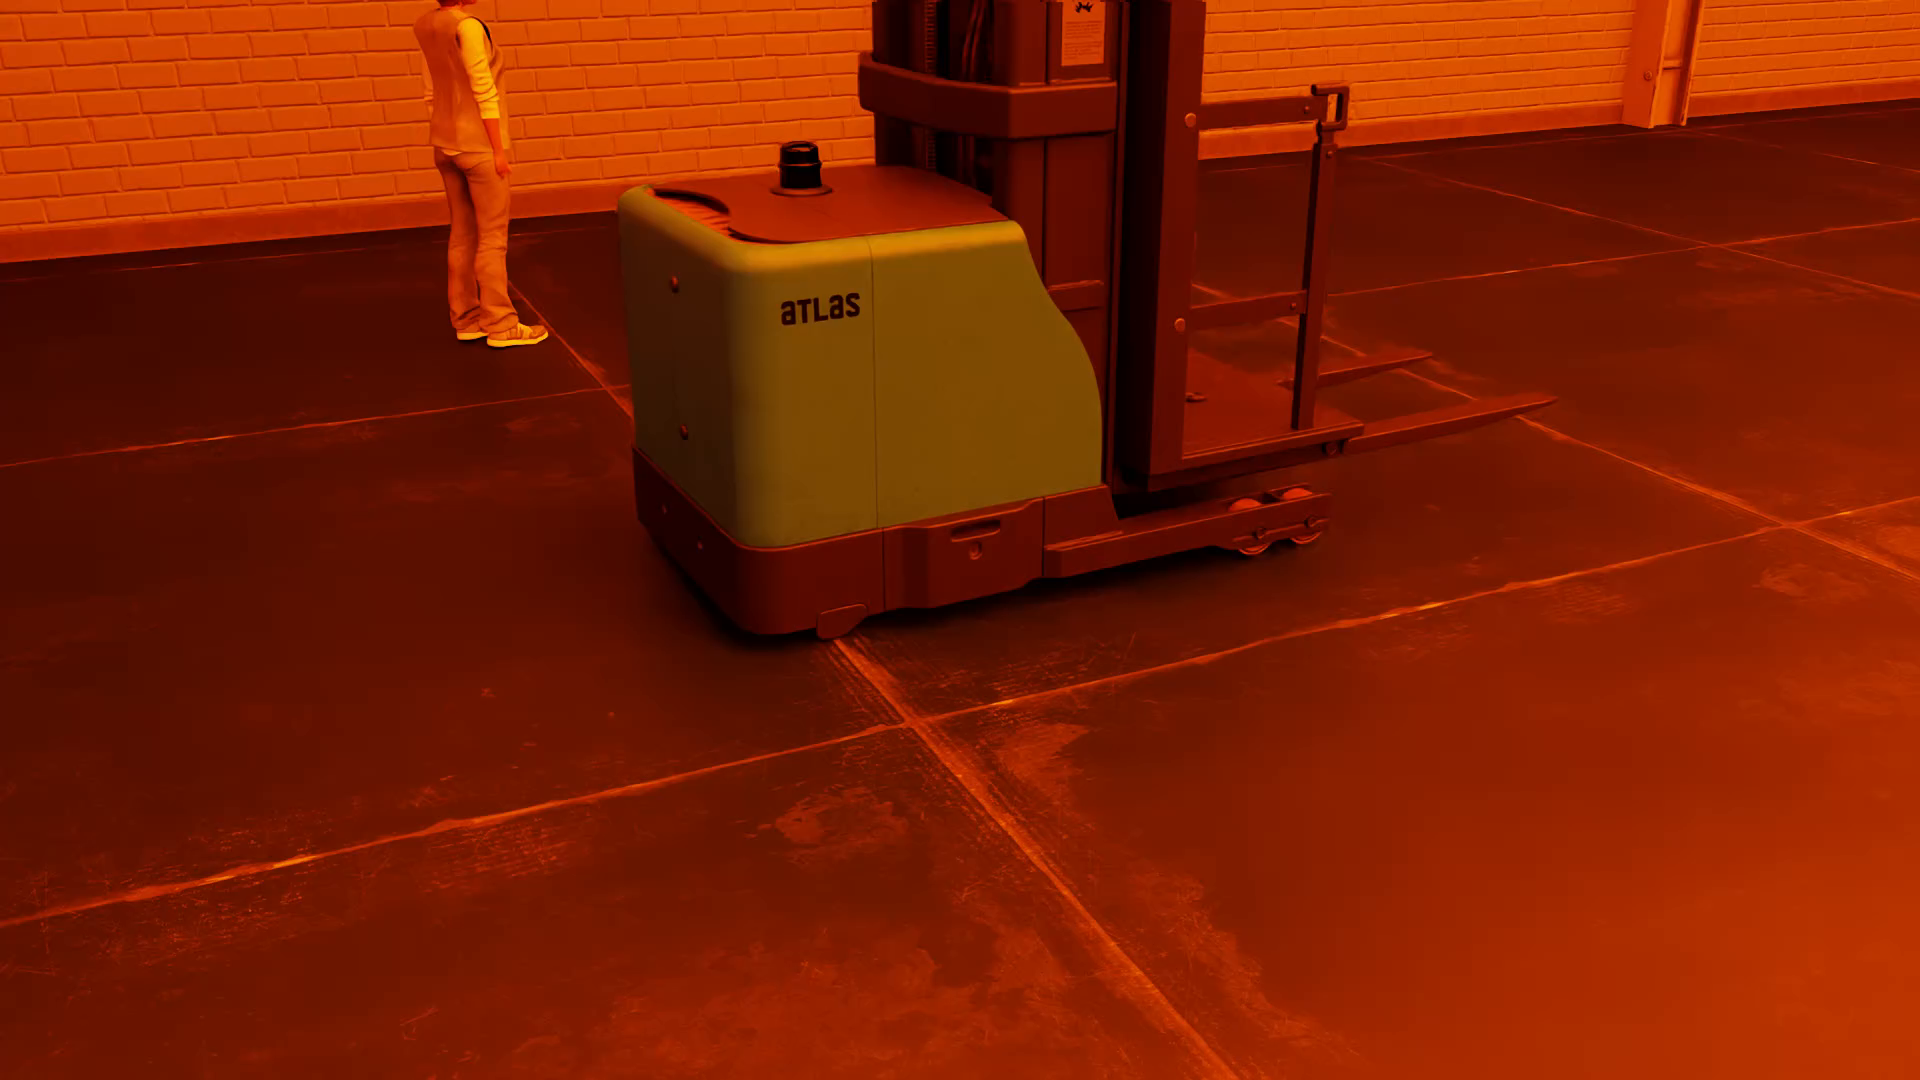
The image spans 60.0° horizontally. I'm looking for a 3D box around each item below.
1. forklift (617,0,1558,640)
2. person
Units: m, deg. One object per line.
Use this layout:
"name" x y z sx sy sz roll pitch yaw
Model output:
"forklift" 0.556 -1.474 4.835 3.031 2.935 1.130 -11 25 -26
"person" -2.013 -1.604 6.882 0.407 1.604 0.314 17 28 35
